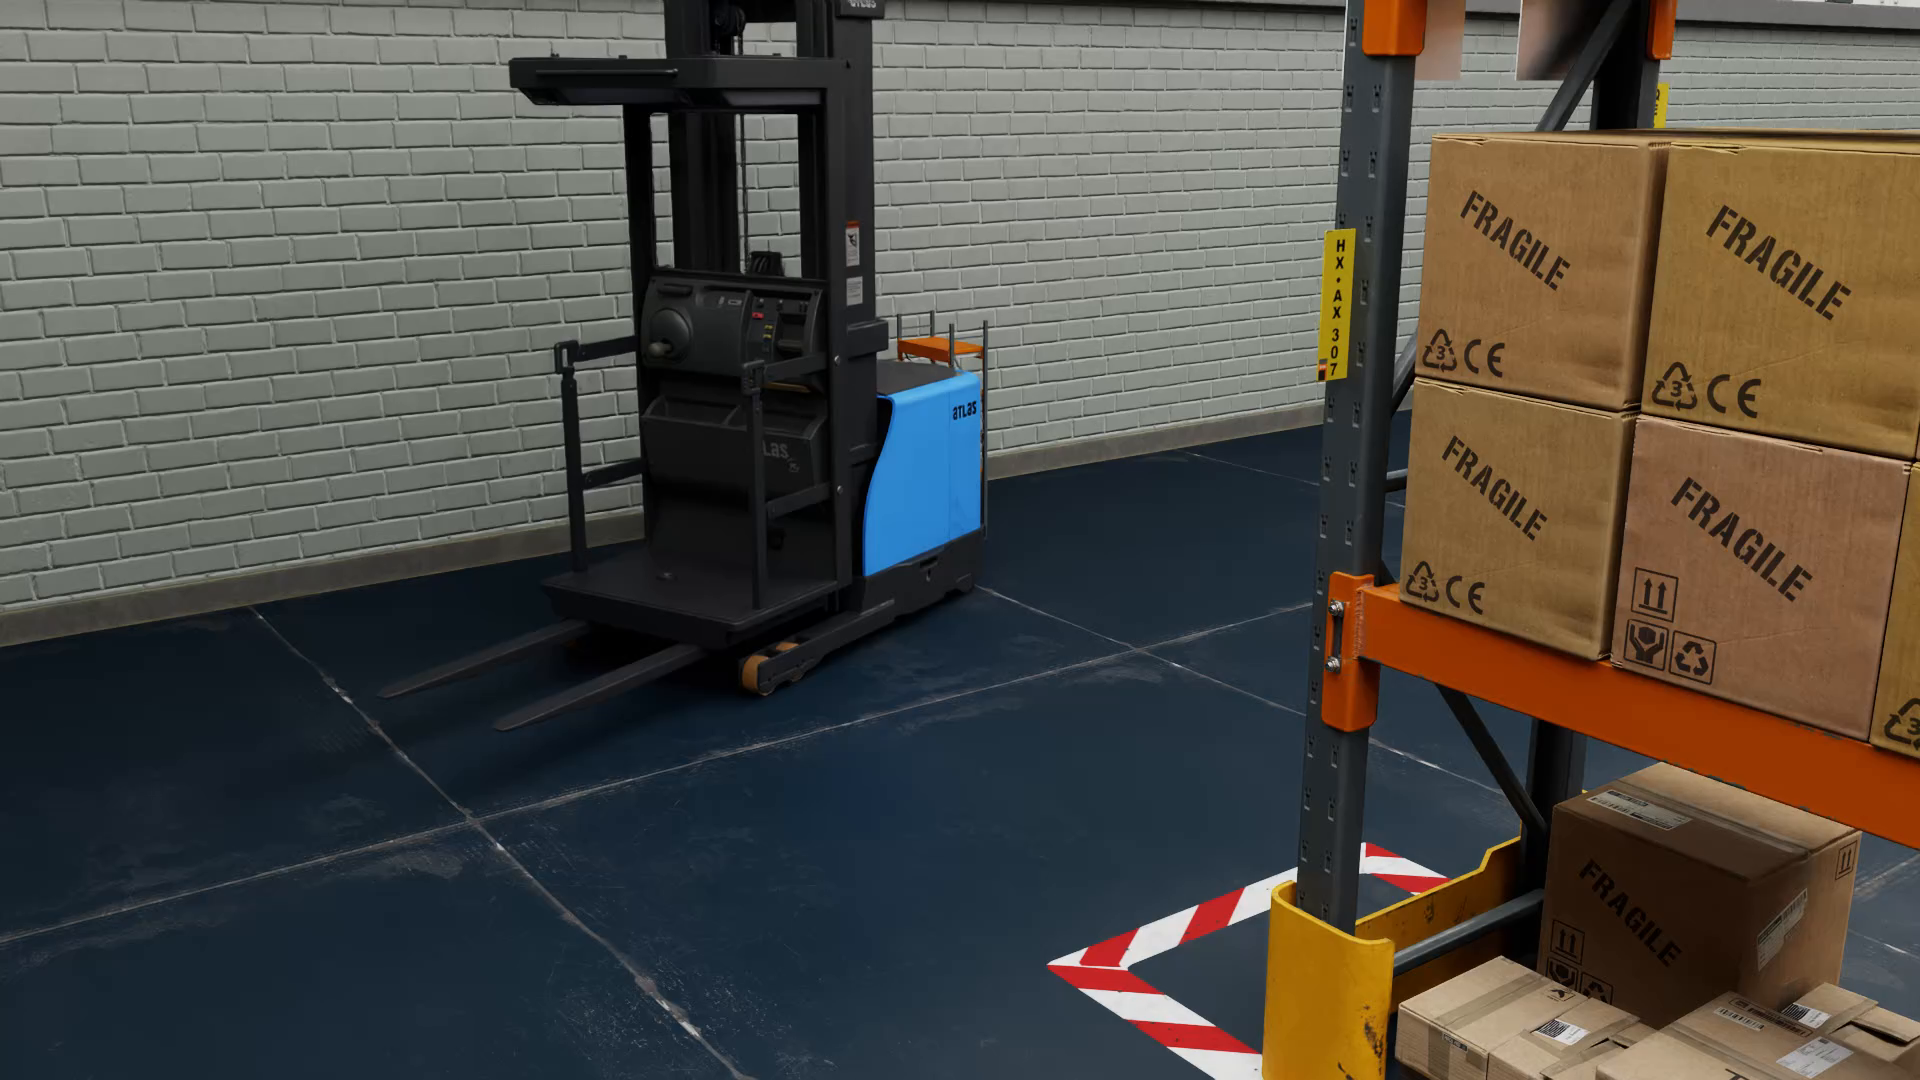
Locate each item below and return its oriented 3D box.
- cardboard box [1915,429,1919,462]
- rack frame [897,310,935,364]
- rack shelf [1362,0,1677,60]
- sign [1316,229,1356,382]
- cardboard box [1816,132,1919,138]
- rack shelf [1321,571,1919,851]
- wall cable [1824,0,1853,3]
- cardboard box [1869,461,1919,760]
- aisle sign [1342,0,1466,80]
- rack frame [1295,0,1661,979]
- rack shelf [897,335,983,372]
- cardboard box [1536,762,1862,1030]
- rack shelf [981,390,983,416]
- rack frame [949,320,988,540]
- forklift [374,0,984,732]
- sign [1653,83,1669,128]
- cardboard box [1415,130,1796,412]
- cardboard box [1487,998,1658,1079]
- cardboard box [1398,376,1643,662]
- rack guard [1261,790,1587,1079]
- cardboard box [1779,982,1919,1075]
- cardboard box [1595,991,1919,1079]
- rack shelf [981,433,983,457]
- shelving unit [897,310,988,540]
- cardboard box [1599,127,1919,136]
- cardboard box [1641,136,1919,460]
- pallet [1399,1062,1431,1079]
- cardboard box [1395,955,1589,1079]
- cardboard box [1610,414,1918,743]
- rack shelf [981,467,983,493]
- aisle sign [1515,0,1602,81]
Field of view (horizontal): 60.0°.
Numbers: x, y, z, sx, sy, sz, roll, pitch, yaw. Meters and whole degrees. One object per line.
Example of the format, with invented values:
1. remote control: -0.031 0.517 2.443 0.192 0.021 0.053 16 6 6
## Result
1. cardboard box: 1.911 -0.354 2.605 0.500 0.500 0.500 -11 19 -34
2. rack frame: -0.241 -0.666 9.237 0.240 1.200 0.015 -11 19 -35
3. rack shelf: 2.436 -0.850 2.181 1.077 0.370 4.000 -11 19 -35
4. sign: 0.821 -0.511 3.620 0.100 0.325 0.005 -11 19 -35
5. cardboard box: 2.042 -0.548 3.312 0.500 0.500 0.500 -10 18 -33
6. rack shelf: 2.436 0.597 2.577 1.077 0.370 4.000 -11 19 -35
7. wall cable: 8.738 -7.902 14.807 2.277 5.999 0.120 -11 19 -35
8. cardboard box: 1.908 0.127 2.741 0.500 0.500 0.500 -11 19 -35
9. aisle sign: 0.982 -1.400 3.586 0.394 0.787 0.004 -11 19 -35
10. rack frame: 1.260 -0.177 4.042 1.000 3.000 0.127 -11 19 -35
11. rack shelf: -0.097 -0.993 8.943 0.258 0.148 0.480 -11 19 -35
12. cardboard box: 1.779 0.894 4.030 0.500 0.500 0.500 -11 19 -35
13. rack shelf: -0.097 -0.765 9.006 0.258 0.148 0.480 -11 19 -35
14. rack frame: 0.046 -0.562 8.856 0.240 1.200 0.015 -11 19 -35
15. forklift: -1.086 -0.920 6.884 1.130 2.935 3.031 9 18 30
16. sign: 1.721 -0.970 4.147 0.100 0.325 0.005 -11 19 -35
17. cardboard box: 1.307 -0.572 3.401 0.500 0.500 0.500 -10 18 -33
18. cardboard box: 1.375 1.173 3.642 0.380 0.166 0.250 -11 19 -35
19. cardboard box: 1.307 -0.090 3.533 0.500 0.500 0.500 -10 18 -33
20. rack guard: 1.305 1.044 4.313 1.175 0.500 0.348 -11 19 -35
21. cardboard box: 1.944 1.155 3.707 0.380 0.166 0.250 -11 19 -35
22. cardboard box: 1.644 1.204 3.372 0.500 0.250 0.500 -11 19 -35
23. rack shelf: -0.097 -0.549 9.065 0.258 0.148 0.480 -11 19 -35
24. shelving unit: -0.097 -0.614 9.047 0.258 1.200 0.503 -11 19 -35
25. cardboard box: 1.744 -0.656 3.706 0.500 0.500 0.500 -11 19 -35
26. cardboard box: 1.621 -0.462 2.998 0.500 0.500 0.500 -11 19 -34
27. pallet: 1.774 1.354 3.730 1.003 0.211 1.213 -11 19 -35
28. cardboard box: 1.228 1.128 3.839 0.380 0.149 0.250 -11 19 -35
29. cardboard box: 1.615 0.019 3.134 0.500 0.500 0.500 -11 19 -35
30. rack shelf: -0.097 -0.358 9.117 0.258 0.148 0.480 -11 19 -35
31. aisle sign: 1.468 -1.493 3.926 0.394 0.787 0.004 -11 19 -35
